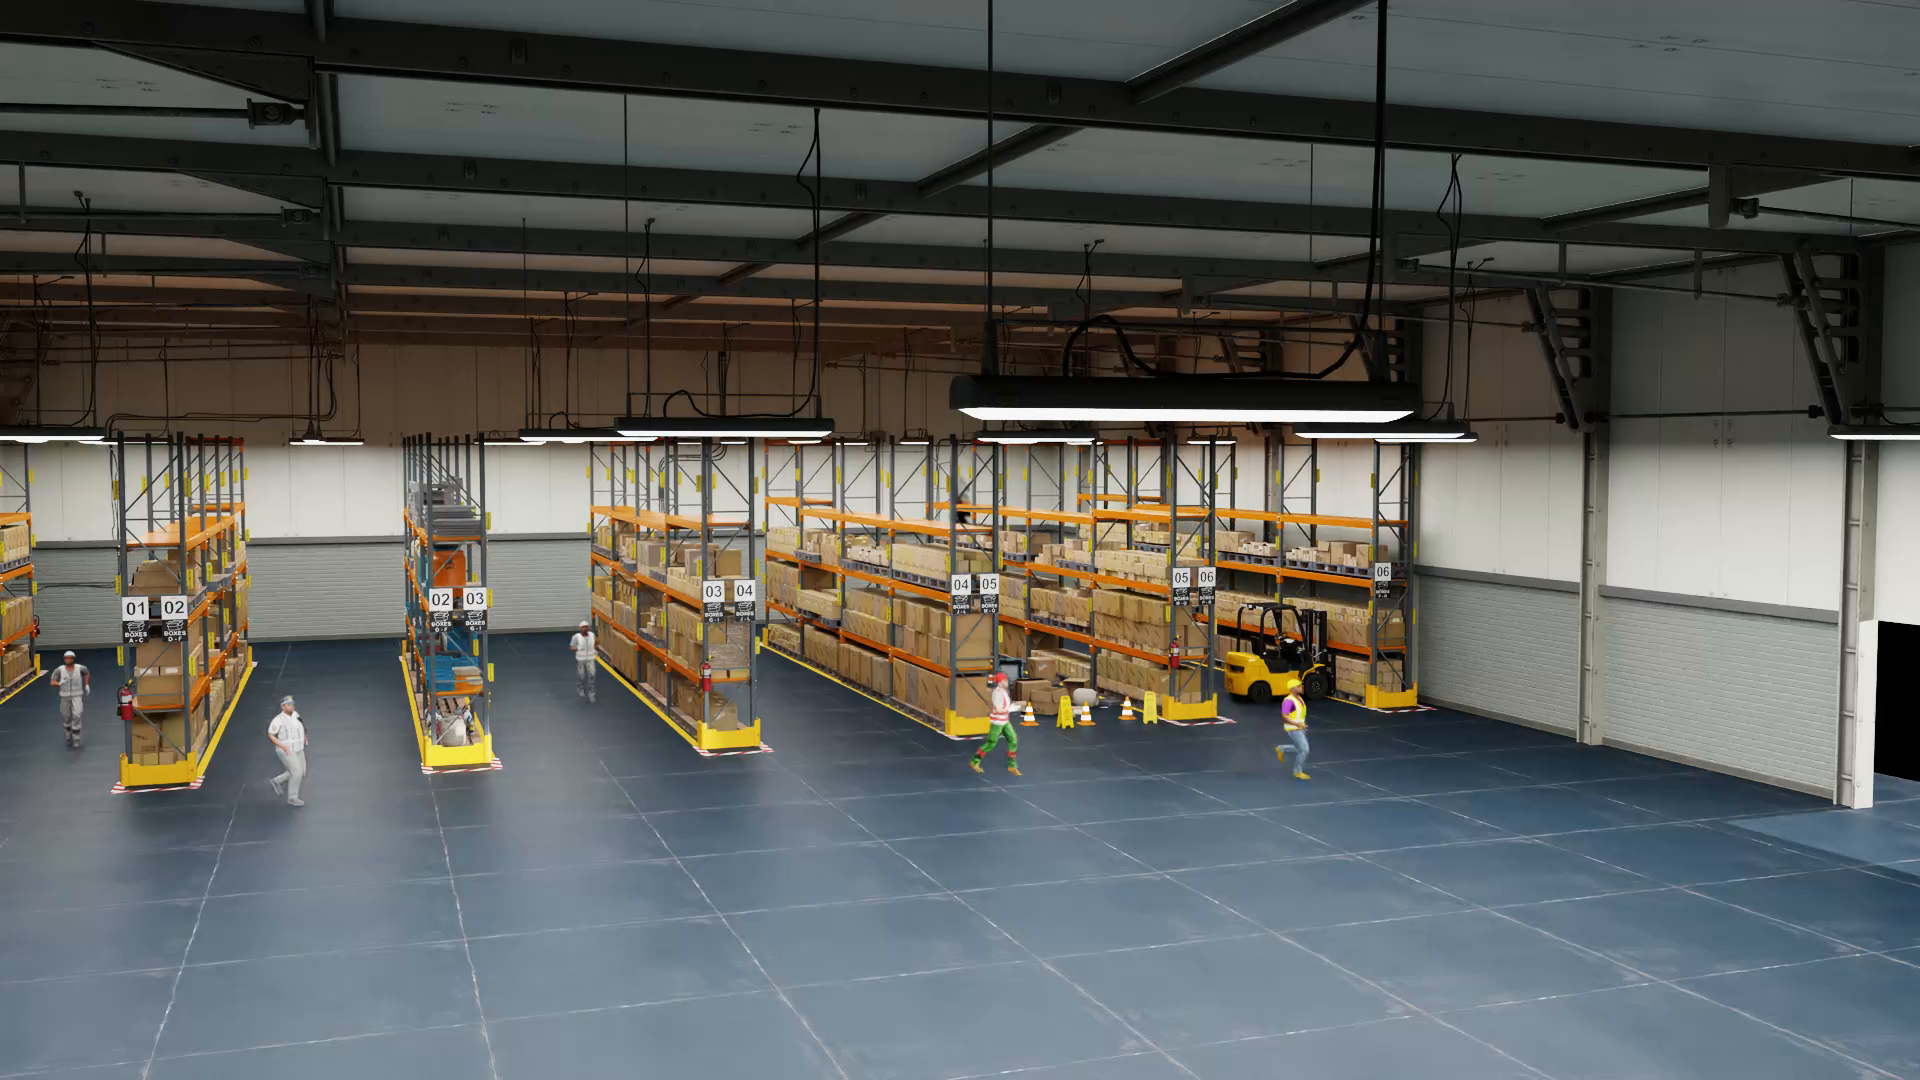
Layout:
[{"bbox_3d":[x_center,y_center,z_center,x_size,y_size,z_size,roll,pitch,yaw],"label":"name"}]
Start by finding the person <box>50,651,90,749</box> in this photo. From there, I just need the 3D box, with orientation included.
[{"bbox_3d":[-17.091,3.043,31.942,0.661,1.846,0.836,-2,4,-26],"label":"person"}]

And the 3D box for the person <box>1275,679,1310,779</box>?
[{"bbox_3d":[5.784,3.271,28.941,0.661,1.706,0.720,2,4,27],"label":"person"}]

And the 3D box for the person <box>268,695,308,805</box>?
[{"bbox_3d":[-10.829,3.368,26.775,0.600,1.761,0.658,1,3,16],"label":"person"}]

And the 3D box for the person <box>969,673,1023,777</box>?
[{"bbox_3d":[0.639,3.217,28.999,0.932,1.827,0.676,1,3,21],"label":"person"}]

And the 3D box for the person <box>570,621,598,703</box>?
[{"bbox_3d":[-8.492,2.747,37.638,0.660,1.846,0.808,-1,3,-24],"label":"person"}]
